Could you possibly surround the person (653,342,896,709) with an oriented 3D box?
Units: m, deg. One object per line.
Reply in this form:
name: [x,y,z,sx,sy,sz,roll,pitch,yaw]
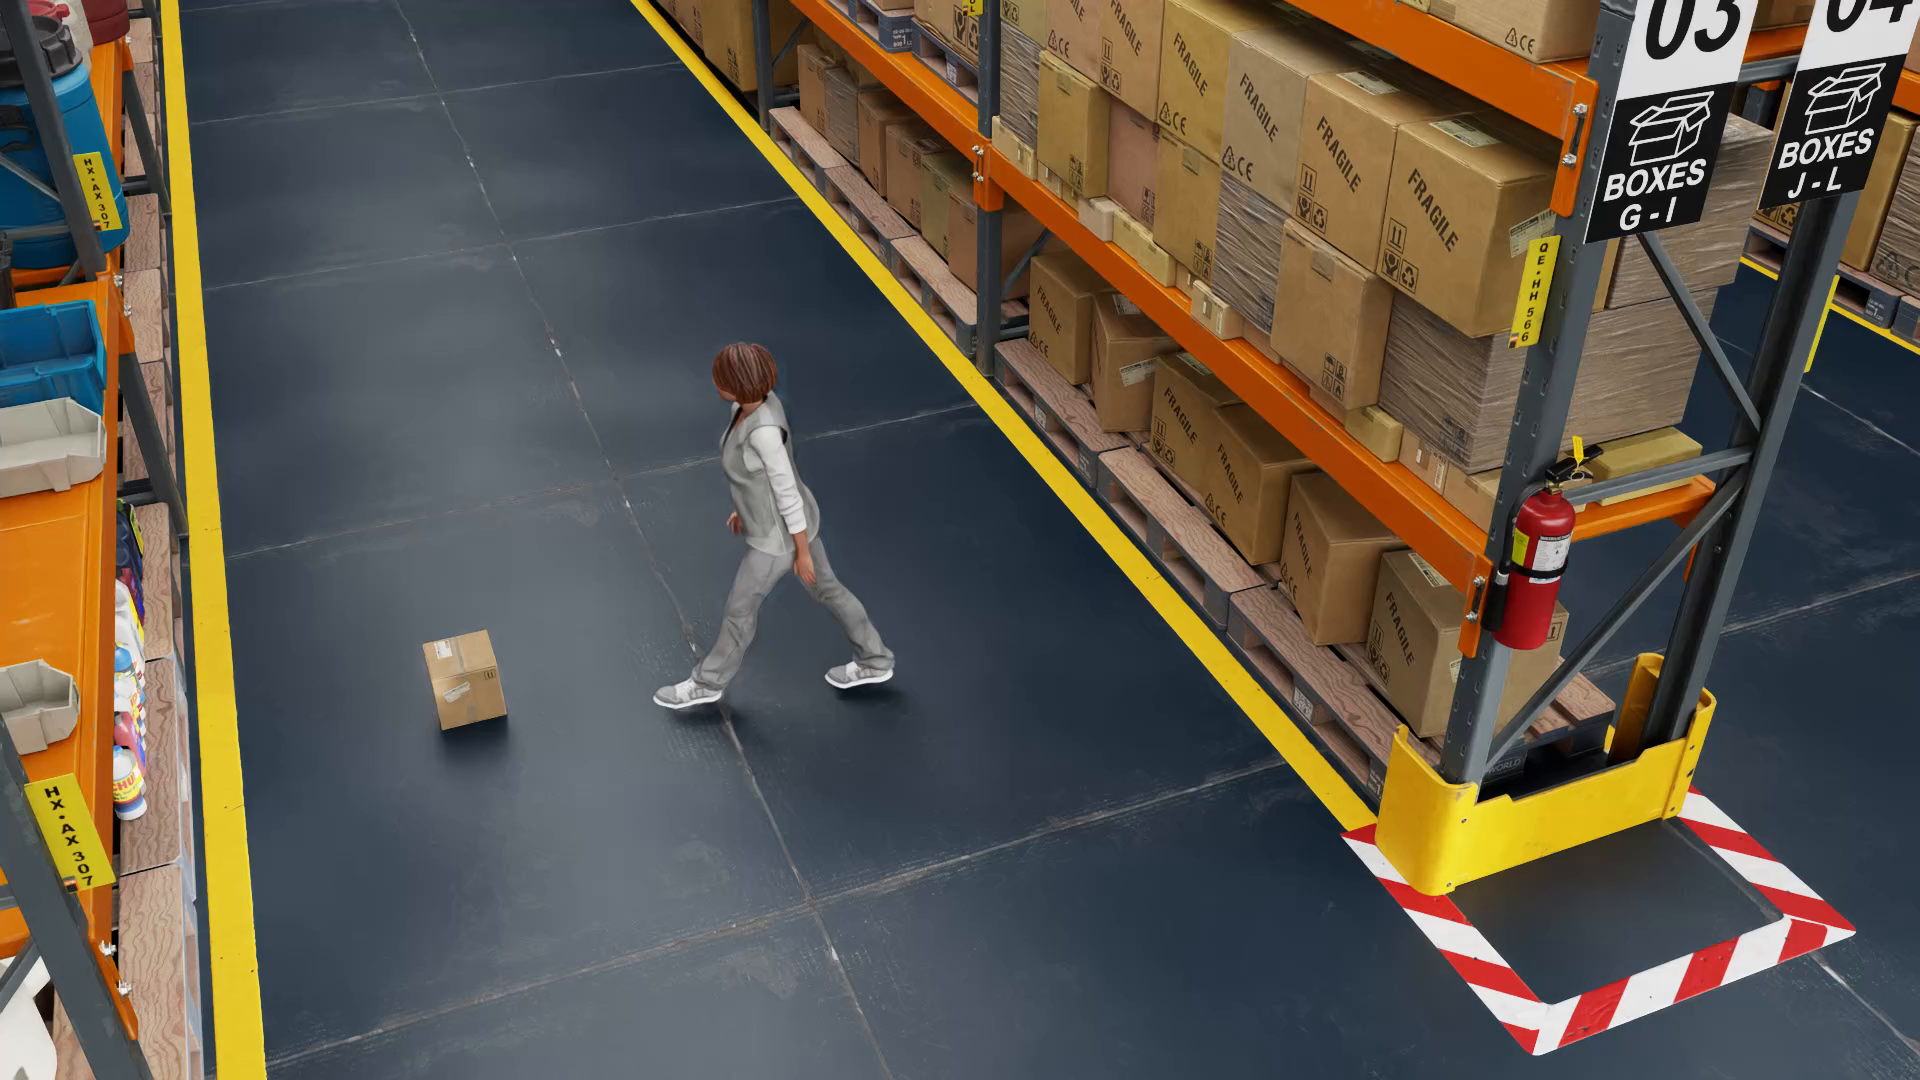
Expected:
person: [-0.731,-0.056,6.225,0.950,1.530,0.443,-1,34,-2]
